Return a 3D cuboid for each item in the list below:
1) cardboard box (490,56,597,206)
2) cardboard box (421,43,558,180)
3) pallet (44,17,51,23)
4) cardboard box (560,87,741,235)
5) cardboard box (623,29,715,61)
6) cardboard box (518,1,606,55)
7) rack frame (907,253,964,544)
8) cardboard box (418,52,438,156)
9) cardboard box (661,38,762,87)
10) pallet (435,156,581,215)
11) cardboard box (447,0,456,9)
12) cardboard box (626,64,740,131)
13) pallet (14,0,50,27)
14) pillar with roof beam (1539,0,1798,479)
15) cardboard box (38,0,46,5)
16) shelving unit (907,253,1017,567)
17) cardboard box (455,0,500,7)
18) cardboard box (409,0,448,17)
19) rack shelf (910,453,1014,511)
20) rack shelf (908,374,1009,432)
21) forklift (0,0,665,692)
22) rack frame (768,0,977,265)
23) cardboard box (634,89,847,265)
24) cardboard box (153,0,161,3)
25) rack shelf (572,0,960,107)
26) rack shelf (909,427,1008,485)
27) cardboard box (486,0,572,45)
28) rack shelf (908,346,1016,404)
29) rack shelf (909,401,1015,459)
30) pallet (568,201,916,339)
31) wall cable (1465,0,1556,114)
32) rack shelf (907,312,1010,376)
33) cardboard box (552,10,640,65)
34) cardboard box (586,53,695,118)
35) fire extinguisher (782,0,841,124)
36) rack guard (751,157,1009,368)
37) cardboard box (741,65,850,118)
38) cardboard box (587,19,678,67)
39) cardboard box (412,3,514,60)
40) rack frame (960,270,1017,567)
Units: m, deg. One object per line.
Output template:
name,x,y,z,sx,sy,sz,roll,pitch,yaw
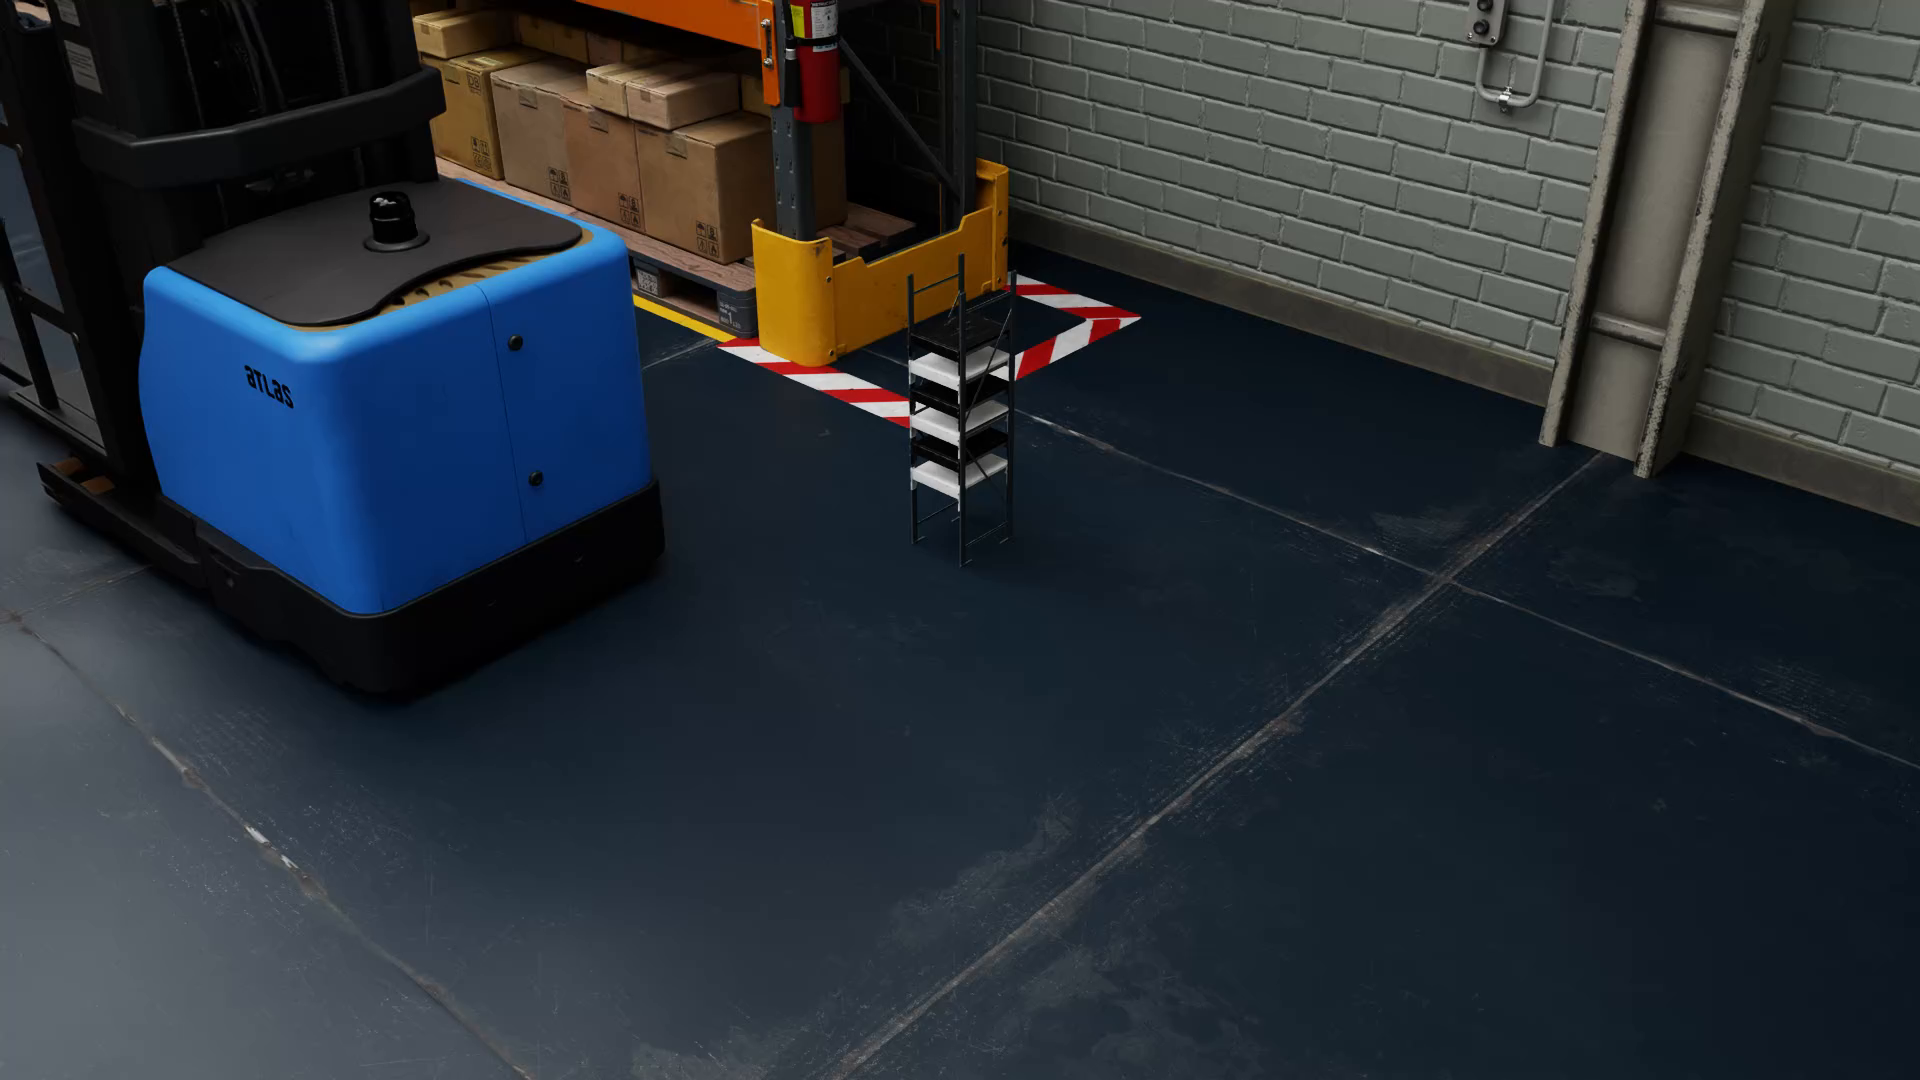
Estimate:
cardboard box,-1.641,-1.880,7.482,0.500,0.500,0.700,24,38,34
cardboard box,-2.041,-2.062,7.784,0.500,0.500,0.700,26,40,36
pallet,-4.808,-3.071,10.146,1.213,0.211,1.003,25,39,35
cardboard box,-1.268,-1.707,7.193,0.500,0.500,0.700,25,39,35
cardboard box,-1.231,-2.106,7.228,0.250,0.149,0.380,25,39,35
cardboard box,-1.798,-2.371,7.667,0.250,0.149,0.380,24,39,34
rack frame,-0.069,-0.418,5.072,0.006,0.900,0.240,25,39,35
cardboard box,-2.420,-2.241,8.080,0.500,0.500,0.700,25,39,35
cardboard box,-1.046,-2.020,7.084,0.250,0.149,0.380,25,39,35
pallet,-1.856,-1.695,7.861,1.213,0.211,1.003,25,39,35
cardboard box,-2.790,-2.416,8.371,0.500,0.500,0.700,26,39,36
cardboard box,-1.114,-1.786,6.696,0.250,0.149,0.380,25,39,35
pallet,-5.708,-3.493,10.847,1.213,0.211,1.003,25,39,35
pillar with roof beam,-0.617,-2.541,0.746,0.400,9.000,9.100,25,39,35
cardboard box,-5.139,-3.638,10.062,0.750,0.750,0.750,25,39,35
shelving unit,0.006,-0.383,5.013,0.210,0.900,0.258,25,39,35
cardboard box,-2.177,-2.547,7.961,0.250,0.149,0.380,24,38,34
cardboard box,-2.659,-2.505,7.891,0.250,0.149,0.380,27,40,37
rack shelf,0.006,-0.200,5.123,0.200,0.077,0.258,25,39,35
rack shelf,0.006,-0.431,4.984,0.200,0.077,0.258,25,39,35
forklift,-2.351,-1.476,4.859,3.031,2.935,1.130,24,38,34
rack frame,-0.310,-2.220,6.030,0.127,3.000,1.000,25,39,35
cardboard box,-0.896,-1.534,6.905,0.500,0.500,0.700,25,39,35
cardboard box,-4.506,-3.346,9.576,0.750,0.750,0.750,26,40,36
rack shelf,-1.793,-2.604,7.365,4.000,0.370,1.077,25,39,35
rack shelf,0.006,-0.277,5.077,0.200,0.077,0.258,25,39,35
cardboard box,-1.990,-2.460,7.815,0.250,0.149,0.380,25,39,36
rack shelf,0.006,-0.508,4.938,0.200,0.077,0.258,25,39,35
rack shelf,0.006,-0.354,5.030,0.200,0.077,0.258,25,39,35
pallet,-0.956,-1.273,7.159,1.213,0.211,1.003,25,39,35
wall cable,1.274,-2.574,5.633,1.851,1.984,0.084,25,39,35
rack shelf,0.006,-0.585,4.891,0.200,0.077,0.258,25,39,35
cardboard box,-1.611,-2.283,7.521,0.250,0.149,0.380,25,39,36
cardboard box,-1.304,-1.874,6.843,0.250,0.149,0.380,26,40,36
fire extinguisher,-0.508,-1.799,5.766,0.183,0.674,0.296,25,39,35
rack guard,-0.293,-1.141,6.661,0.348,0.500,1.175,25,39,35
cardboard box,-0.670,-1.845,6.793,0.250,0.149,0.380,25,39,35
cardboard box,-1.420,-2.194,7.374,0.250,0.149,0.380,26,39,36
cardboard box,-2.272,-2.325,7.591,0.250,0.149,0.380,24,38,34
rack frame,0.081,-0.348,4.955,0.006,0.900,0.240,25,39,35
